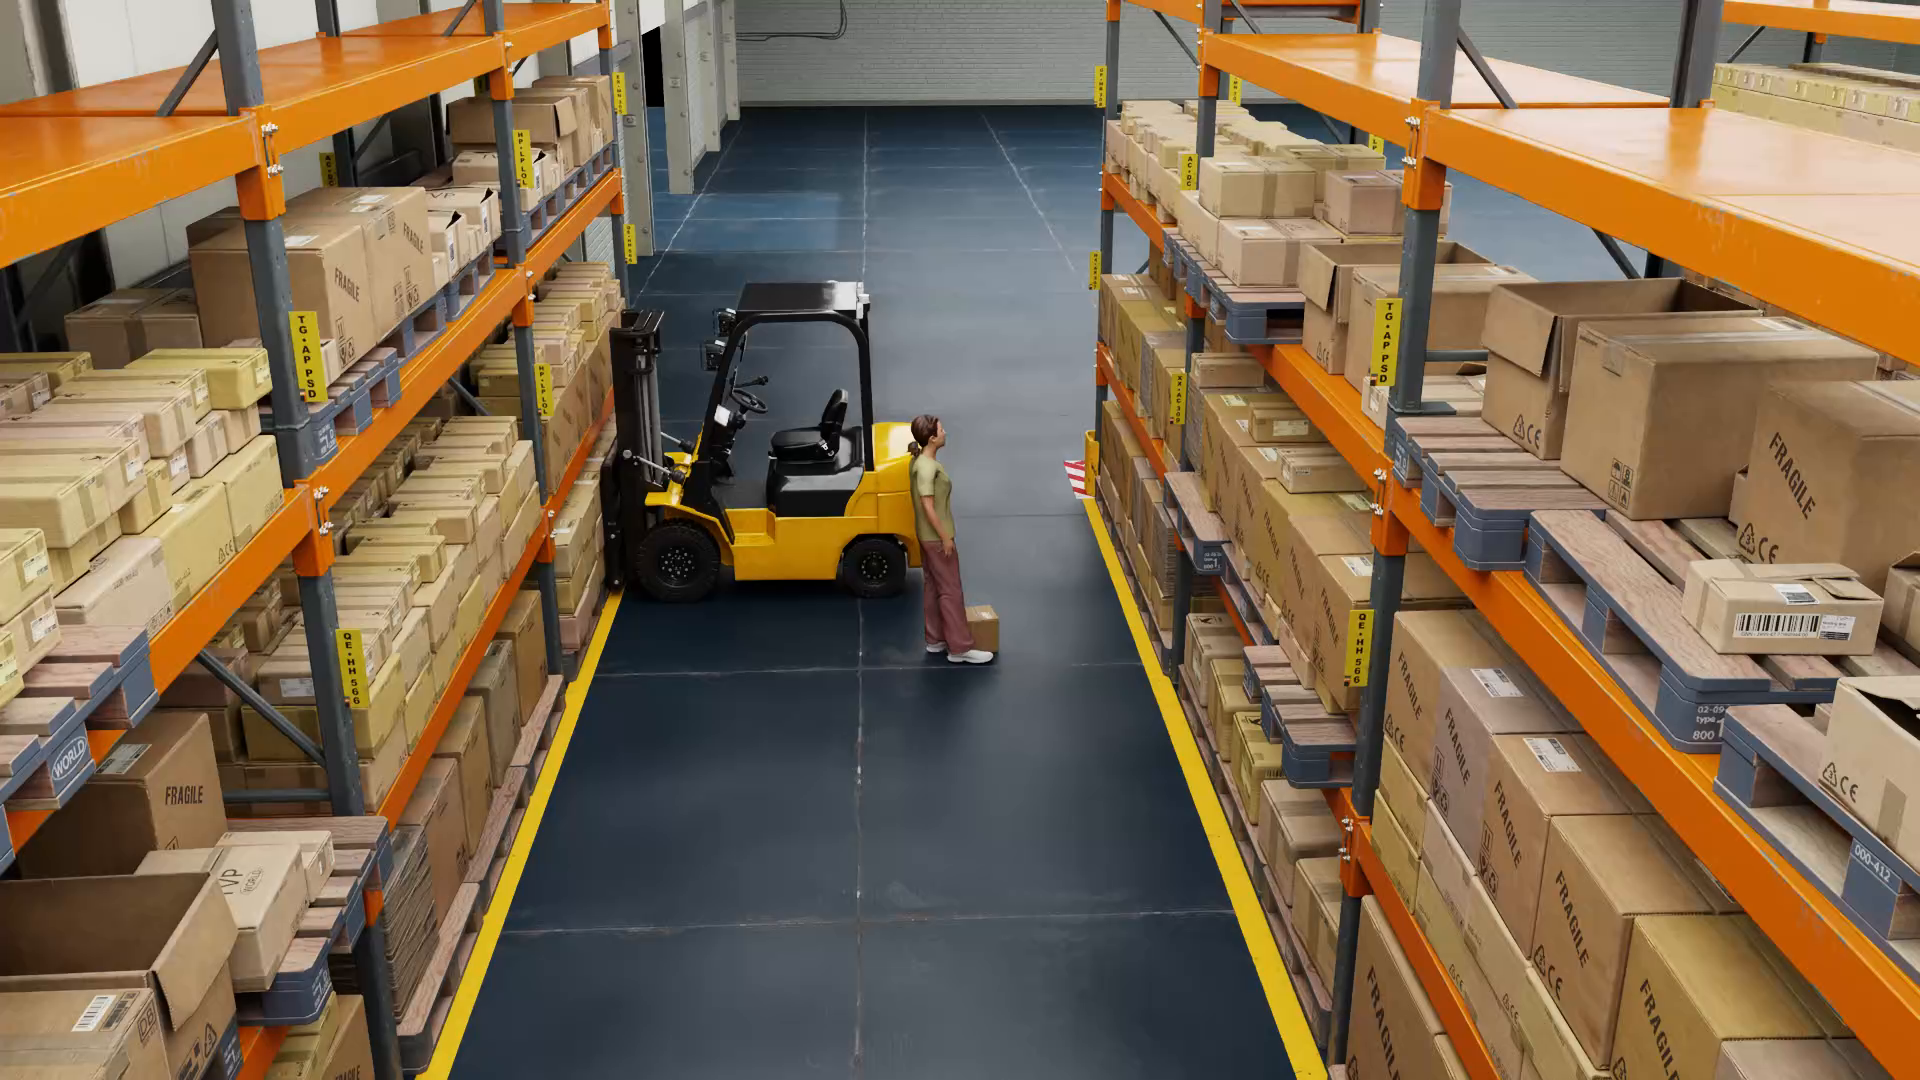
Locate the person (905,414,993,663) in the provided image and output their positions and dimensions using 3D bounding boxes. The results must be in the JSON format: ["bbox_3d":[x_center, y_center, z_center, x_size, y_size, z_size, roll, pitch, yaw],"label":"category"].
[{"bbox_3d":[-0.090,-0.029,11.131,0.549,1.675,0.553,-4,21,-10],"label":"person"}]
